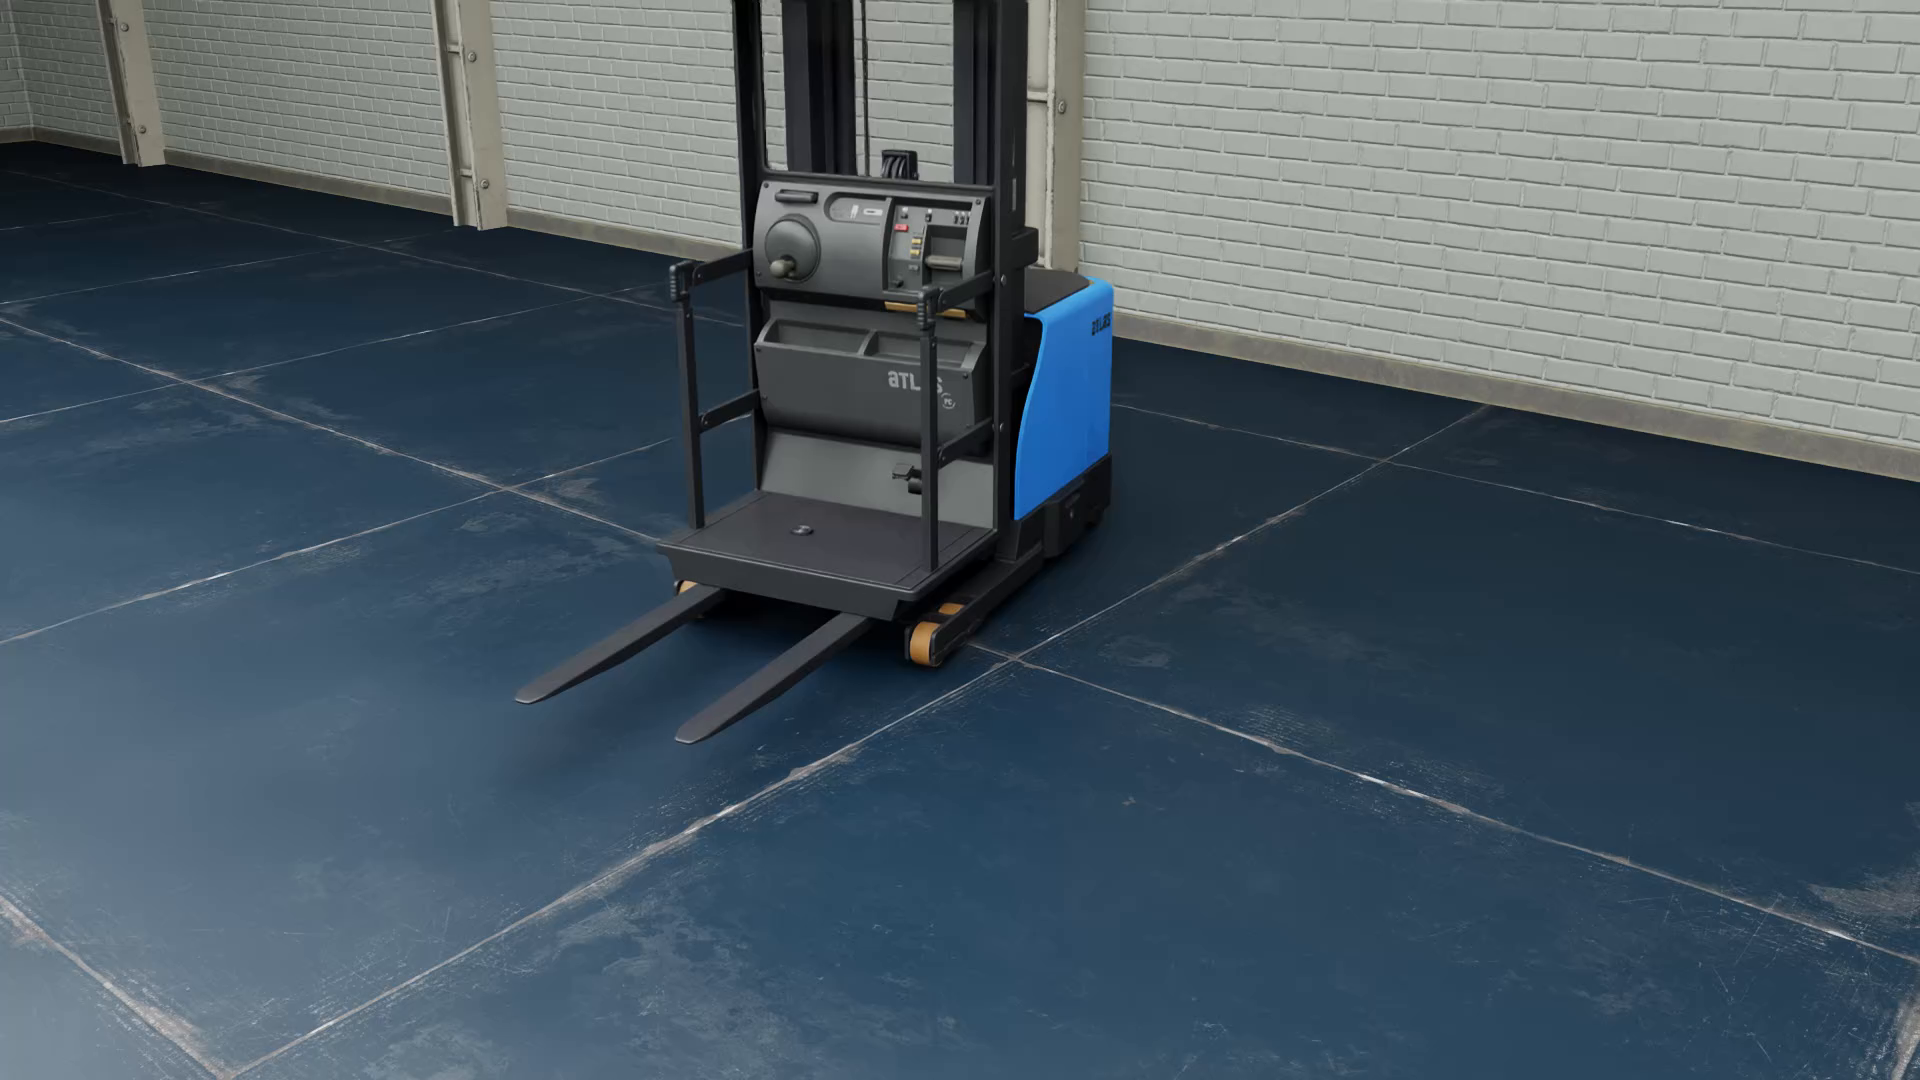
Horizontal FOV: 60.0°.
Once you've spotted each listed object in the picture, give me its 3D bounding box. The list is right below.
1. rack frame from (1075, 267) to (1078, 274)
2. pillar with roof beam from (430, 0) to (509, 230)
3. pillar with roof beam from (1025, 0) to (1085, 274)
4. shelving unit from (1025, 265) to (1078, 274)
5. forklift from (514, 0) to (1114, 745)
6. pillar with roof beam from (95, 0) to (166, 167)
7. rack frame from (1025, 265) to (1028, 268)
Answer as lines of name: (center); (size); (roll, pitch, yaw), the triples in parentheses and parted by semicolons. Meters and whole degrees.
rack frame: (0.480, -0.697, 7.527); (0.008, 1.050, 0.200); (10, 23, 24)
pillar with roof beam: (-6.854, -5.755, 9.675); (0.400, 9.000, 9.100); (16, 26, 36)
pillar with roof beam: (-2.206, -4.416, 6.126); (0.400, 9.000, 9.100); (16, 26, 36)
shelving unit: (0.370, -0.715, 7.577); (0.252, 1.050, 0.215); (10, 23, 24)
forklift: (-0.433, -1.091, 5.906); (1.130, 2.935, 3.031); (10, 23, 24)
pillar with roof beam: (-11.503, -7.093, 13.225); (0.400, 9.000, 9.100); (16, 26, 36)
rack frame: (0.260, -0.734, 7.627); (0.008, 1.050, 0.200); (10, 23, 24)
